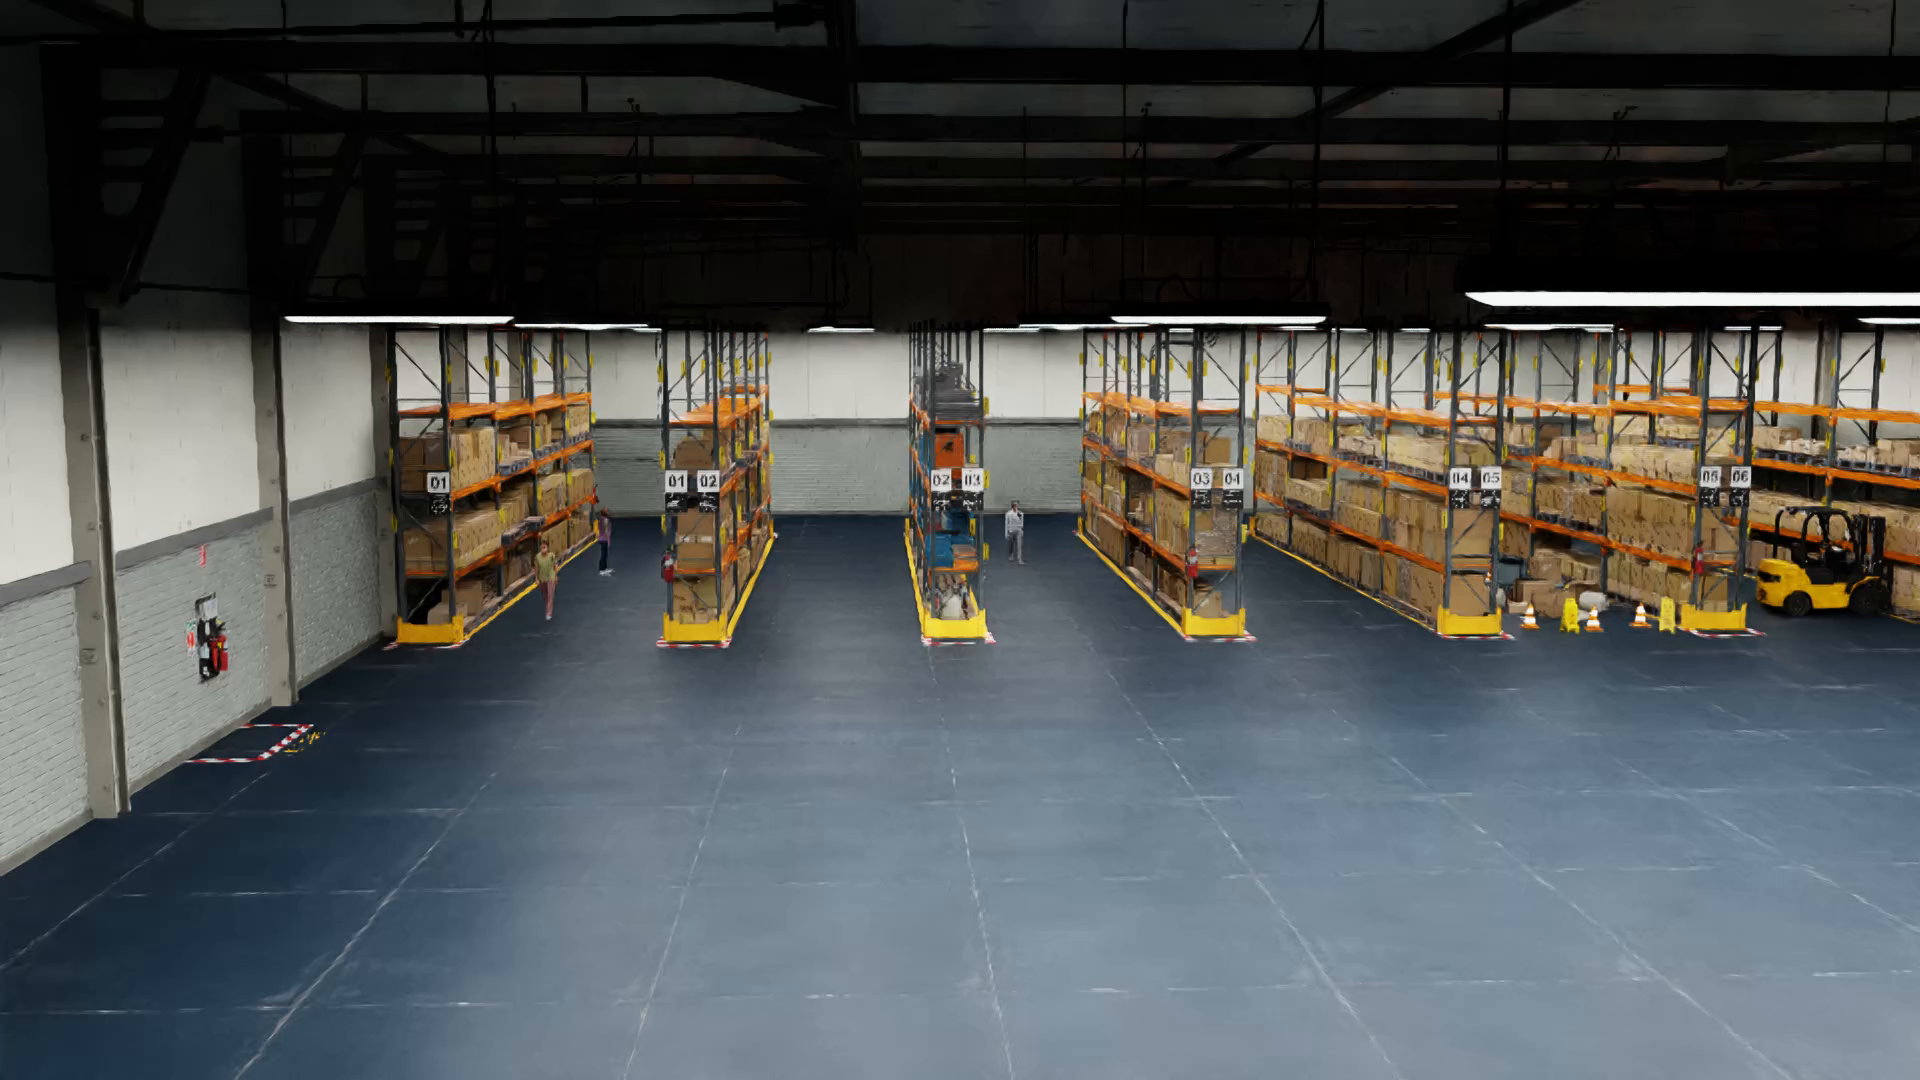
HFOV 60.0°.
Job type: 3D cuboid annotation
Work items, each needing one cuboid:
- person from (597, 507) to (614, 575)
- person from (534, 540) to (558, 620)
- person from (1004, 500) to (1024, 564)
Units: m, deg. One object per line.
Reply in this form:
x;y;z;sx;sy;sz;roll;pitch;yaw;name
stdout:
-8.467;0.007;39.773;0.420;1.602;0.506;-4;8;-27;person
-8.378;0.775;33.587;0.448;1.590;1.109;0;7;-1;person
1.370;-0.230;41.691;0.451;1.589;1.086;0;7;-1;person
